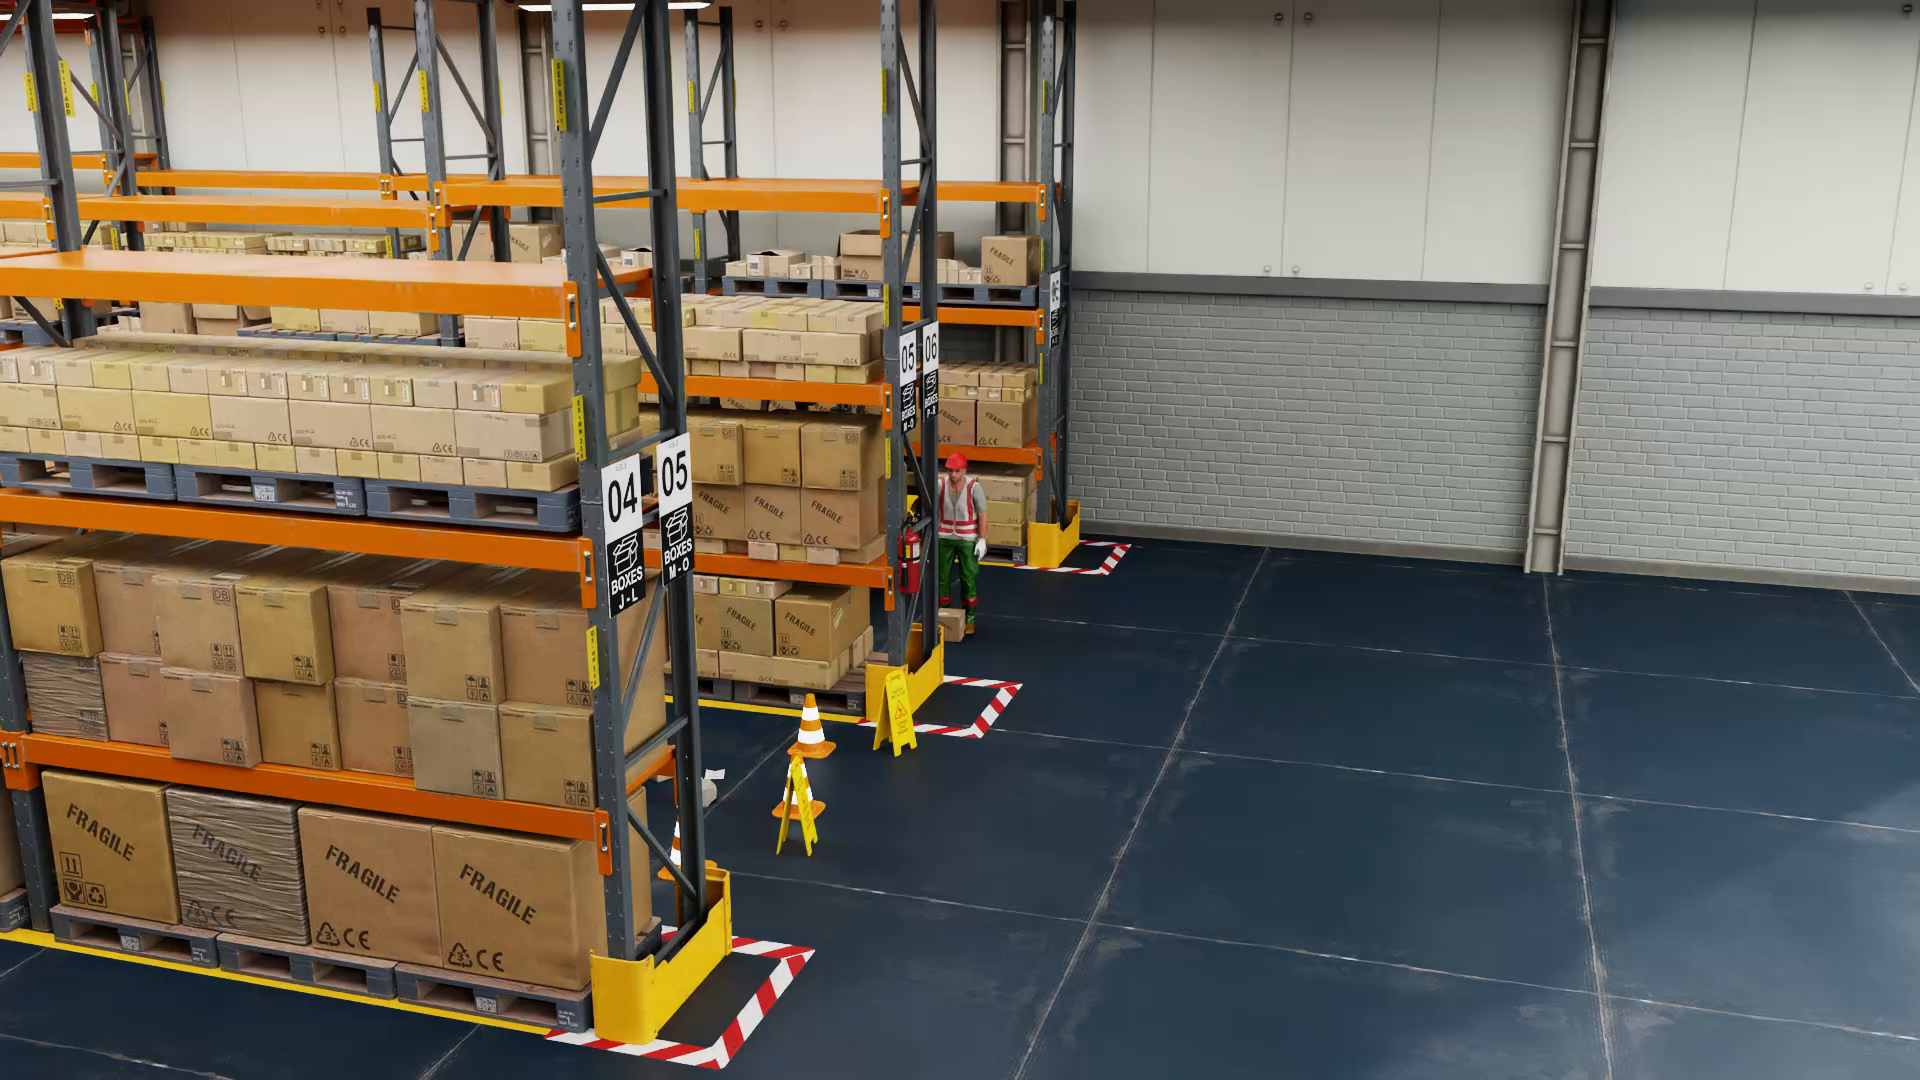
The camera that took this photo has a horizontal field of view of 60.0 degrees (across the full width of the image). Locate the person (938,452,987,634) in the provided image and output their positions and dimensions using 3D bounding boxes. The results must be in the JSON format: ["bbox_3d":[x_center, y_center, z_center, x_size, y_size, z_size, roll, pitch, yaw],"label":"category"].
[{"bbox_3d":[-0.034,0.019,15.915,0.607,1.780,0.449,4,15,16],"label":"person"}]
